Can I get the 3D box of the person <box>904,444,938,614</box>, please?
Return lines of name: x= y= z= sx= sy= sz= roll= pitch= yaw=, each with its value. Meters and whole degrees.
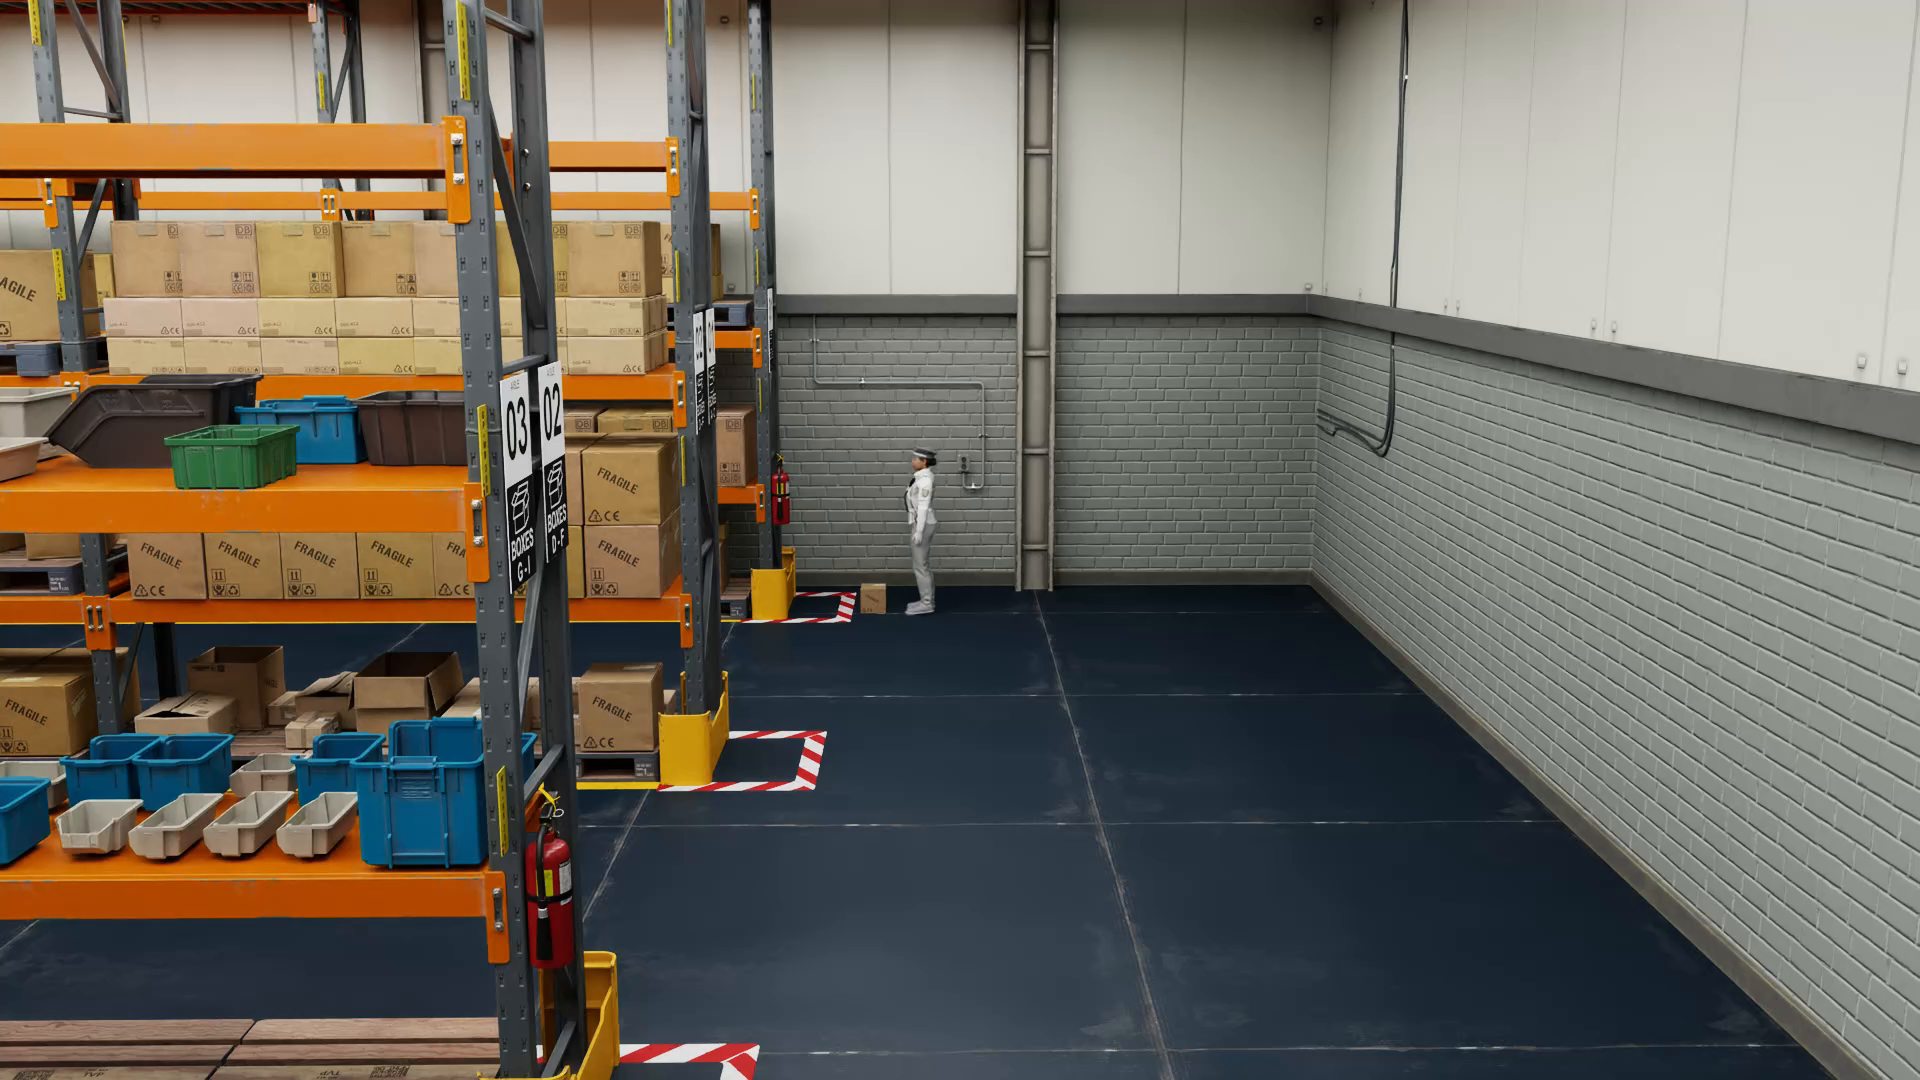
person: x=-0.385 y=-0.117 z=16.508 sx=0.335 sy=1.685 sz=0.472 roll=0 pitch=10 yaw=0
